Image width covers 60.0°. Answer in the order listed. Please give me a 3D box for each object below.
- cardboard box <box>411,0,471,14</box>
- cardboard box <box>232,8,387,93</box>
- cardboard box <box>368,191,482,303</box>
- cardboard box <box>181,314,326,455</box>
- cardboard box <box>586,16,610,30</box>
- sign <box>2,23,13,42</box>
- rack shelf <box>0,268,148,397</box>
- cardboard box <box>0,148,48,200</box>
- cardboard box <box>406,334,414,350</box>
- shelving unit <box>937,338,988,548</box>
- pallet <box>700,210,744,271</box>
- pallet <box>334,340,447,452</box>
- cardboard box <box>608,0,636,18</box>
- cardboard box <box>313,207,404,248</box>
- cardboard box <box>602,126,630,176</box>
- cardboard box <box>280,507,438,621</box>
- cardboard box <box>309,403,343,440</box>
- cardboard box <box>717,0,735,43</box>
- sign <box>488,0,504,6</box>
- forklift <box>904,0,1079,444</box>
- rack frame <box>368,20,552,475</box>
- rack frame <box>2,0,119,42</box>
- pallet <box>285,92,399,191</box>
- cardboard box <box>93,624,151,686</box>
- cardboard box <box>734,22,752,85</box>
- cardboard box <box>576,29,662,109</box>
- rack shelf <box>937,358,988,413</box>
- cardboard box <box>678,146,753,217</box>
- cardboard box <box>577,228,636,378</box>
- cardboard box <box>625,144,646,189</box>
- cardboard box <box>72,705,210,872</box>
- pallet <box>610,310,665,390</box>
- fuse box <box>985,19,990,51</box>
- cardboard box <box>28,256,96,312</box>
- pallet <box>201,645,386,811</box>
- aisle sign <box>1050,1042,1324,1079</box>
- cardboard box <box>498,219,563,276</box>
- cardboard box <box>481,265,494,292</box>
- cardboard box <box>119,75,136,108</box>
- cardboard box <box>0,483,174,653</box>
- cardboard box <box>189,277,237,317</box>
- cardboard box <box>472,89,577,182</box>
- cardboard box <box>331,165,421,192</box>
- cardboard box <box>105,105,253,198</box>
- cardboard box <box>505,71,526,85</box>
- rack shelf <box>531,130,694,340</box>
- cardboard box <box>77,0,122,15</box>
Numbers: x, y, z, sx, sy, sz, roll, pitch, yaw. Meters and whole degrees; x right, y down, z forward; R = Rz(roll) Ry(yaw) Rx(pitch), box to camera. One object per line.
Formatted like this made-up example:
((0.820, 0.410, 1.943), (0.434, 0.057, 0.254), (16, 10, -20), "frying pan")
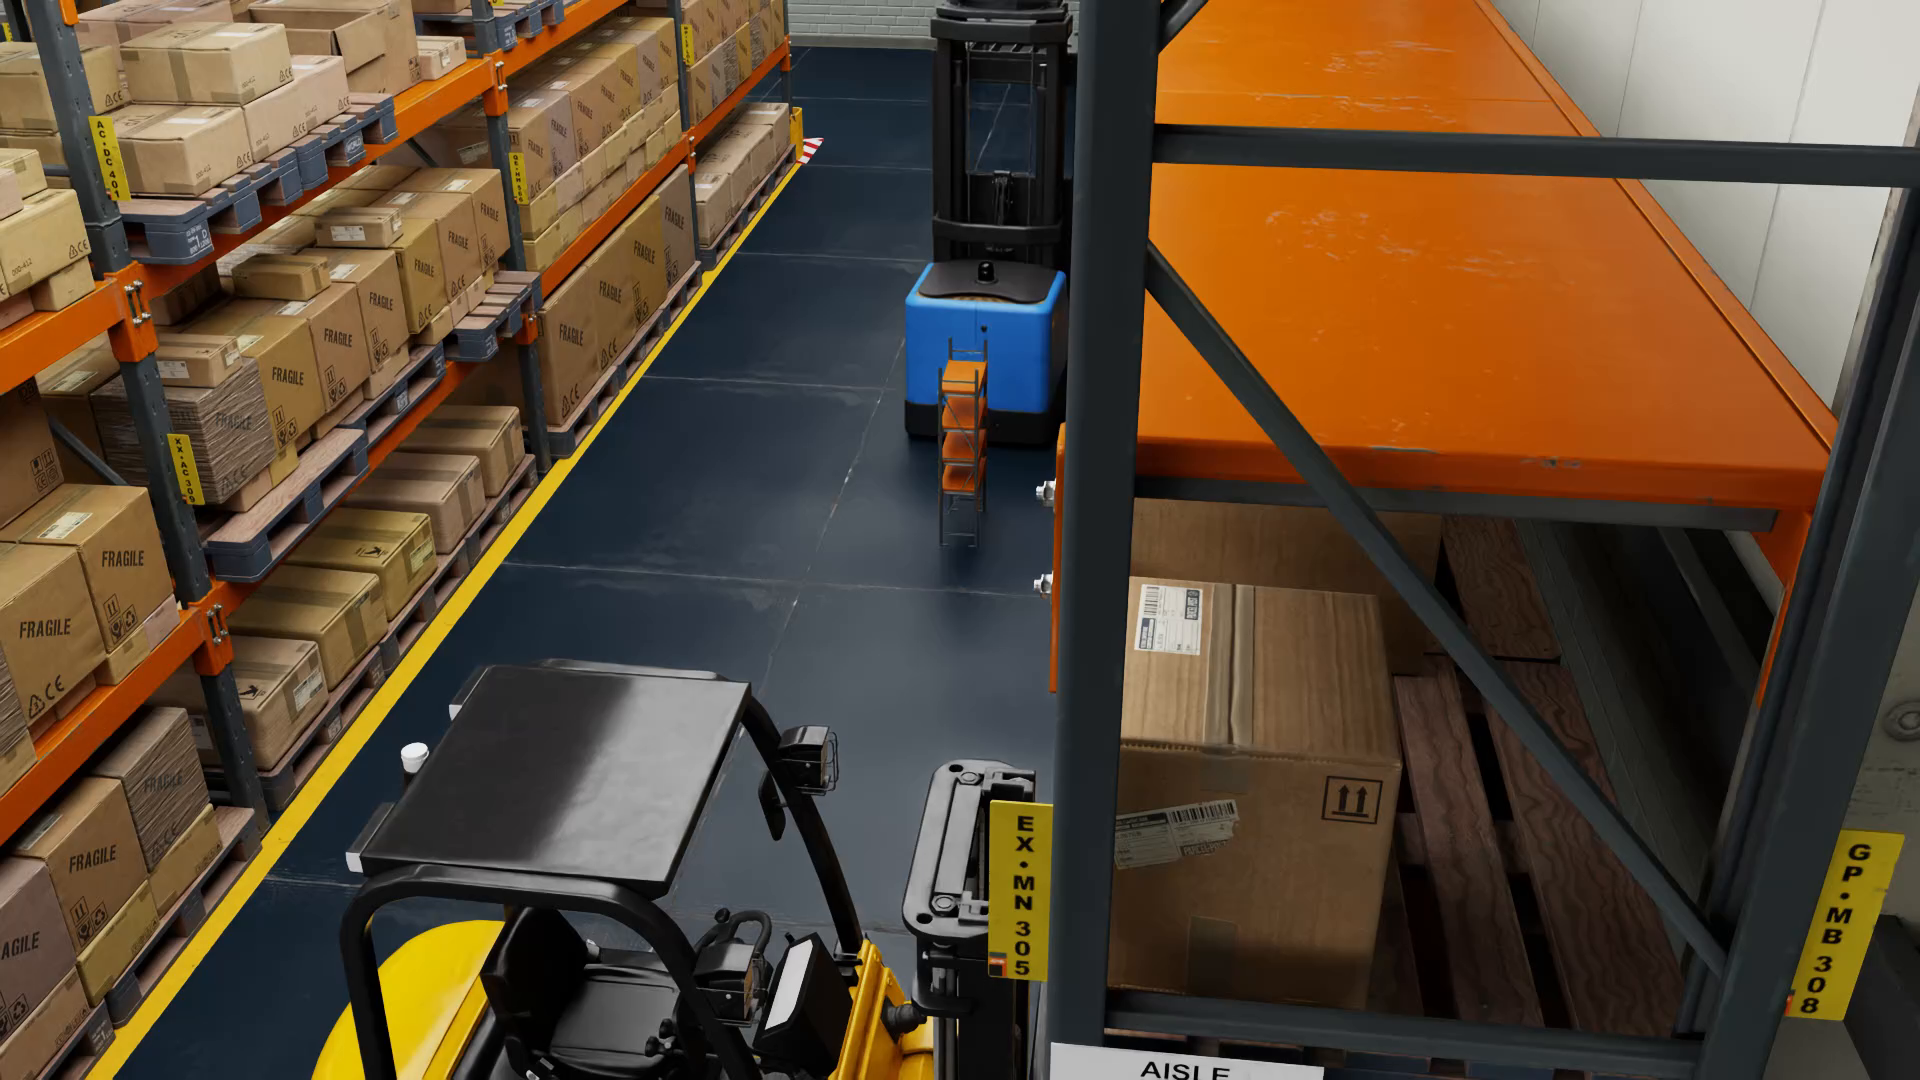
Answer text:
((-3.421, -3.563, 10.278), (0.797, 0.503, 0.637), (2, 28, 3), "cardboard box")
((-3.476, -2.472, 8.696), (0.797, 0.503, 0.637), (3, 28, 6), "cardboard box")
((-3.150, -1.711, 9.694), (0.500, 0.500, 0.500), (3, 28, 5), "cardboard box")
((-3.405, -0.742, 7.896), (0.500, 0.500, 0.500), (3, 29, 6), "cardboard box")
((-3.167, -4.002, 13.649), (0.500, 0.500, 0.500), (4, 29, 7), "cardboard box")
((-8.292, -4.358, 14.555), (0.100, 0.325, 0.005), (3, 28, 6), "sign")
((-4.053, -0.005, 4.985), (1.077, 0.370, 4.000), (3, 28, 6), "rack shelf")
((-3.630, -1.342, 6.132), (0.380, 0.149, 0.250), (4, 29, 7), "cardboard box")
((-3.286, -1.121, 9.282), (0.380, 0.149, 0.250), (4, 29, 7), "cardboard box")
((0.020, -0.606, 10.402), (0.258, 1.200, 0.503), (3, 28, 6), "shelving unit")
((-2.657, -2.834, 15.580), (1.003, 0.211, 1.213), (3, 28, 6), "pallet")
((-3.520, -0.807, 9.079), (1.003, 0.211, 1.213), (3, 28, 6), "pallet")
((-3.044, -4.431, 14.444), (0.500, 0.500, 0.500), (3, 28, 6), "cardboard box")
((-3.238, -1.684, 8.960), (0.380, 0.149, 0.250), (2, 28, 4), "cardboard box")
((-2.798, -2.919, 12.428), (0.500, 0.250, 0.500), (4, 29, 7), "cardboard box")
((-3.578, 0.116, 9.491), (0.950, 0.372, 0.625), (4, 29, 8), "cardboard box")
((-3.355, -0.632, 8.375), (0.380, 0.149, 0.250), (4, 29, 7), "cardboard box")
((-2.387, -4.881, 15.279), (0.500, 0.500, 0.500), (4, 29, 7), "cardboard box")
((-2.779, -3.341, 9.874), (0.100, 0.325, 0.005), (3, 28, 6), "sign")
((0.391, -2.638, 12.348), (1.130, 2.935, 3.031), (5, 29, 10), "forklift")
((-3.318, -1.826, 10.768), (1.000, 3.000, 0.127), (3, 28, 6), "rack frame")
((-7.753, -3.948, 14.709), (1.000, 3.000, 0.127), (3, 28, 6), "rack frame")
((-3.503, -1.953, 8.041), (1.213, 0.211, 1.003), (3, 28, 6), "pallet")
((-3.568, 0.455, 6.800), (0.380, 0.149, 0.250), (4, 29, 7), "cardboard box")
((-2.314, -4.671, 15.944), (0.500, 0.500, 0.500), (4, 29, 8), "cardboard box")
((-2.689, -3.724, 13.132), (0.500, 0.500, 0.500), (4, 29, 7), "cardboard box")
((0.020, -0.952, 10.216), (0.258, 0.148, 0.480), (3, 28, 6), "rack shelf")
((-2.535, -3.476, 16.090), (0.875, 0.438, 0.875), (3, 28, 5), "cardboard box")
((-3.037, -1.815, 12.546), (0.875, 0.875, 0.875), (4, 29, 7), "cardboard box")
((-2.777, -2.940, 12.996), (0.500, 0.250, 0.500), (3, 28, 5), "cardboard box")
((-3.614, 1.047, 7.102), (0.500, 0.500, 0.500), (3, 28, 5), "cardboard box")
((-2.994, -1.537, 13.173), (1.003, 0.211, 1.213), (3, 28, 6), "pallet")
((0.397, -7.489, 22.639), (0.539, 1.711, 0.414), (3, 28, 6), "fuse box")
((-3.543, -0.986, 6.312), (0.380, 0.149, 0.250), (3, 29, 6), "cardboard box")
((-3.714, 0.918, 8.615), (1.003, 0.211, 1.213), (3, 28, 6), "pallet")
((0.329, 1.096, 2.604), (0.394, 0.787, 0.004), (3, 28, 6), "aisle sign")
((-3.008, -1.975, 11.204), (0.500, 0.250, 0.500), (3, 28, 5), "cardboard box")
((-3.085, -1.601, 10.174), (0.380, 0.149, 0.250), (4, 29, 7), "cardboard box")
((-3.813, -1.903, 7.465), (0.500, 0.250, 0.500), (4, 29, 7), "cardboard box")
((-3.615, 0.106, 6.764), (0.500, 0.500, 0.500), (3, 28, 5), "cardboard box")
((-3.850, -1.009, 8.391), (0.500, 0.500, 0.500), (4, 29, 8), "cardboard box")
((-2.963, -2.762, 11.346), (0.500, 0.500, 0.500), (3, 29, 6), "cardboard box")
((-3.603, -1.987, 10.206), (0.500, 0.500, 0.500), (3, 28, 5), "cardboard box")
((-3.338, -1.634, 6.965), (0.500, 0.250, 0.500), (3, 28, 5), "cardboard box")
((-3.392, -3.044, 11.869), (0.500, 0.500, 0.500), (3, 28, 6), "cardboard box")
((-3.073, -2.450, 12.686), (1.077, 0.370, 4.000), (3, 28, 6), "rack shelf")
((-7.456, -4.762, 14.745), (0.500, 0.500, 0.500), (4, 29, 7), "cardboard box")
